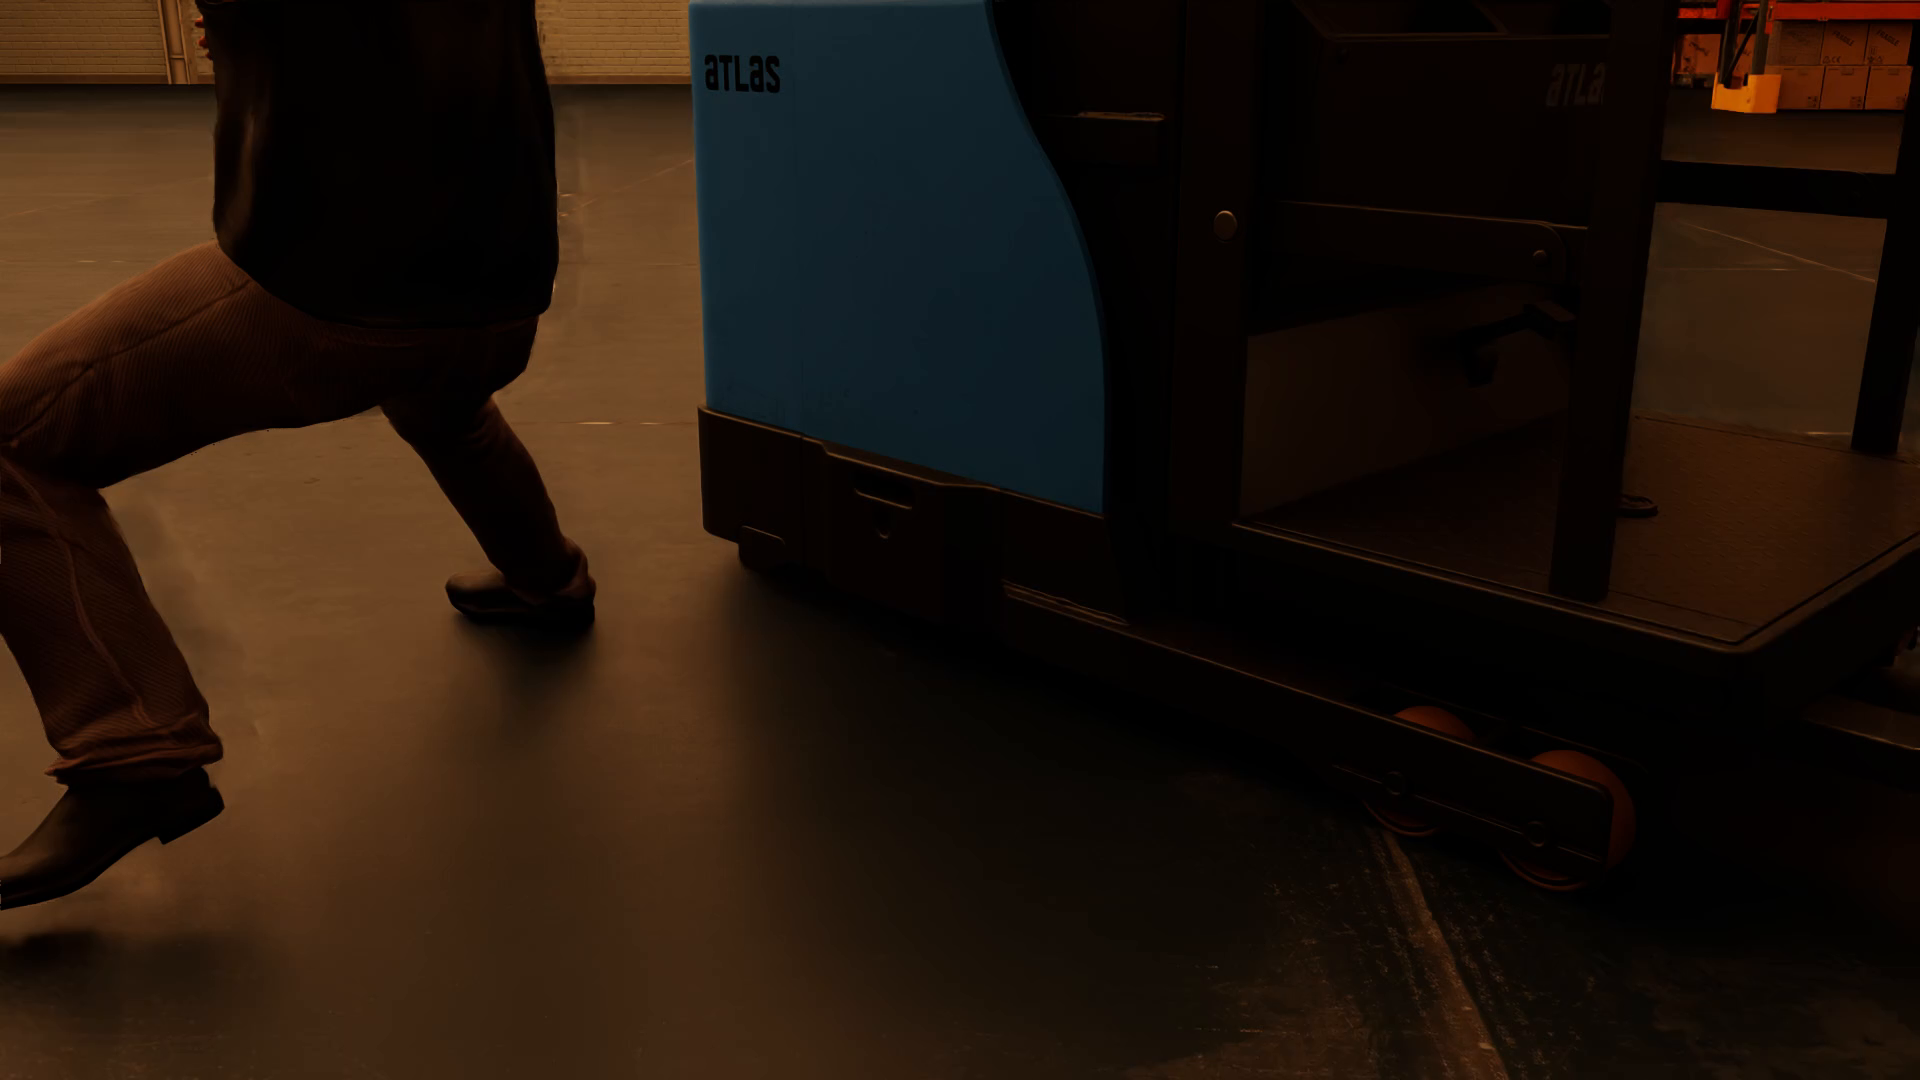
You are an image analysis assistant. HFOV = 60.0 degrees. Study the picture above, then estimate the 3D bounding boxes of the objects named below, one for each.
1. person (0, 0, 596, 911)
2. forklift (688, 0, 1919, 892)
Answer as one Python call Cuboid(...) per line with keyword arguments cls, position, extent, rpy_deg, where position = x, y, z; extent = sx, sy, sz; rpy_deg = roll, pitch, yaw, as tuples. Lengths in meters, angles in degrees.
Cuboid(cls="person", position=(-0.900, -0.412, 2.184), extent=(0.678, 1.484, 1.199), rpy_deg=(11, 20, 31))
Cuboid(cls="forklift", position=(0.891, -1.149, 2.128), extent=(1.130, 2.935, 3.031), rpy_deg=(-16, 23, -42))
